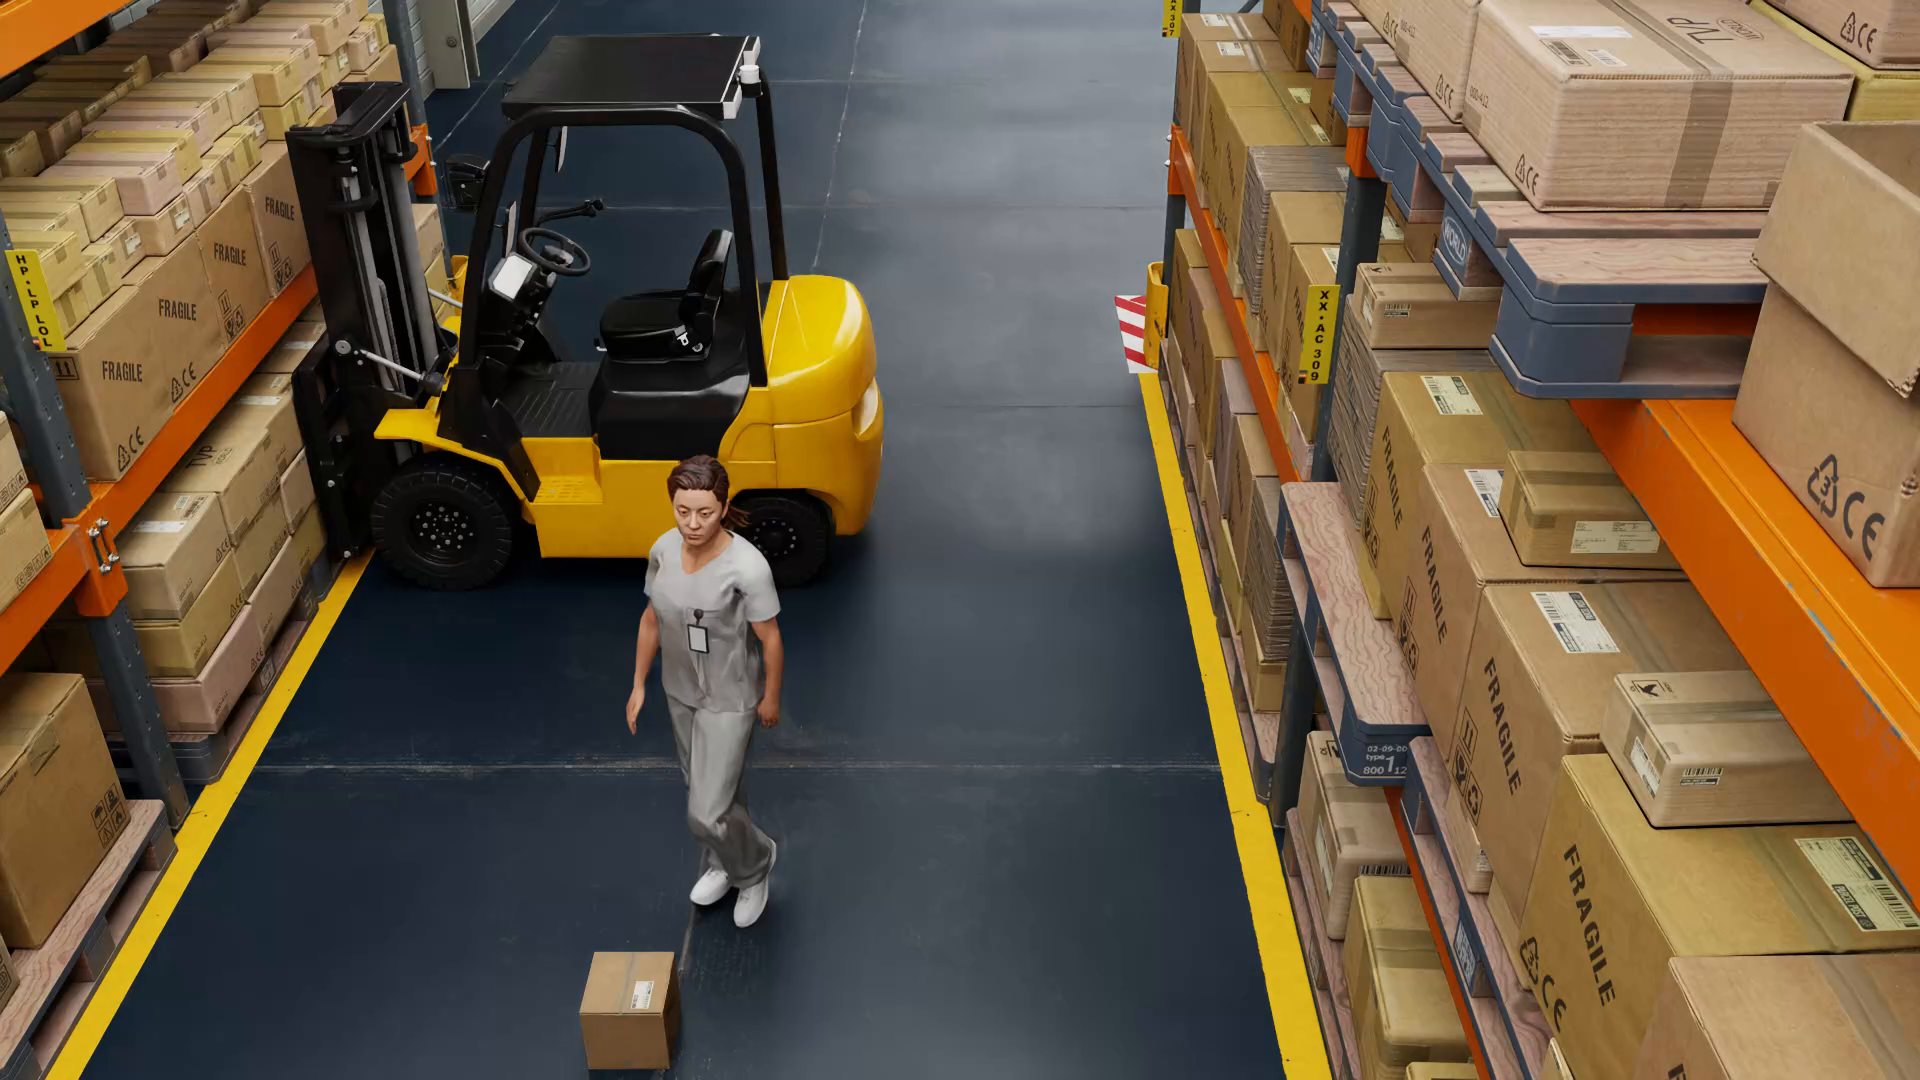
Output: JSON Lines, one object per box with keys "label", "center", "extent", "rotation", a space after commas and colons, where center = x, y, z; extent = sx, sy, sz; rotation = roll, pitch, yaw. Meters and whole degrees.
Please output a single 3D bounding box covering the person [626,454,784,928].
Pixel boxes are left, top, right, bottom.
{"label": "person", "center": [-0.812, 0.516, 5.284], "extent": [0.458, 1.687, 0.467], "rotation": [21, 37, 30]}
